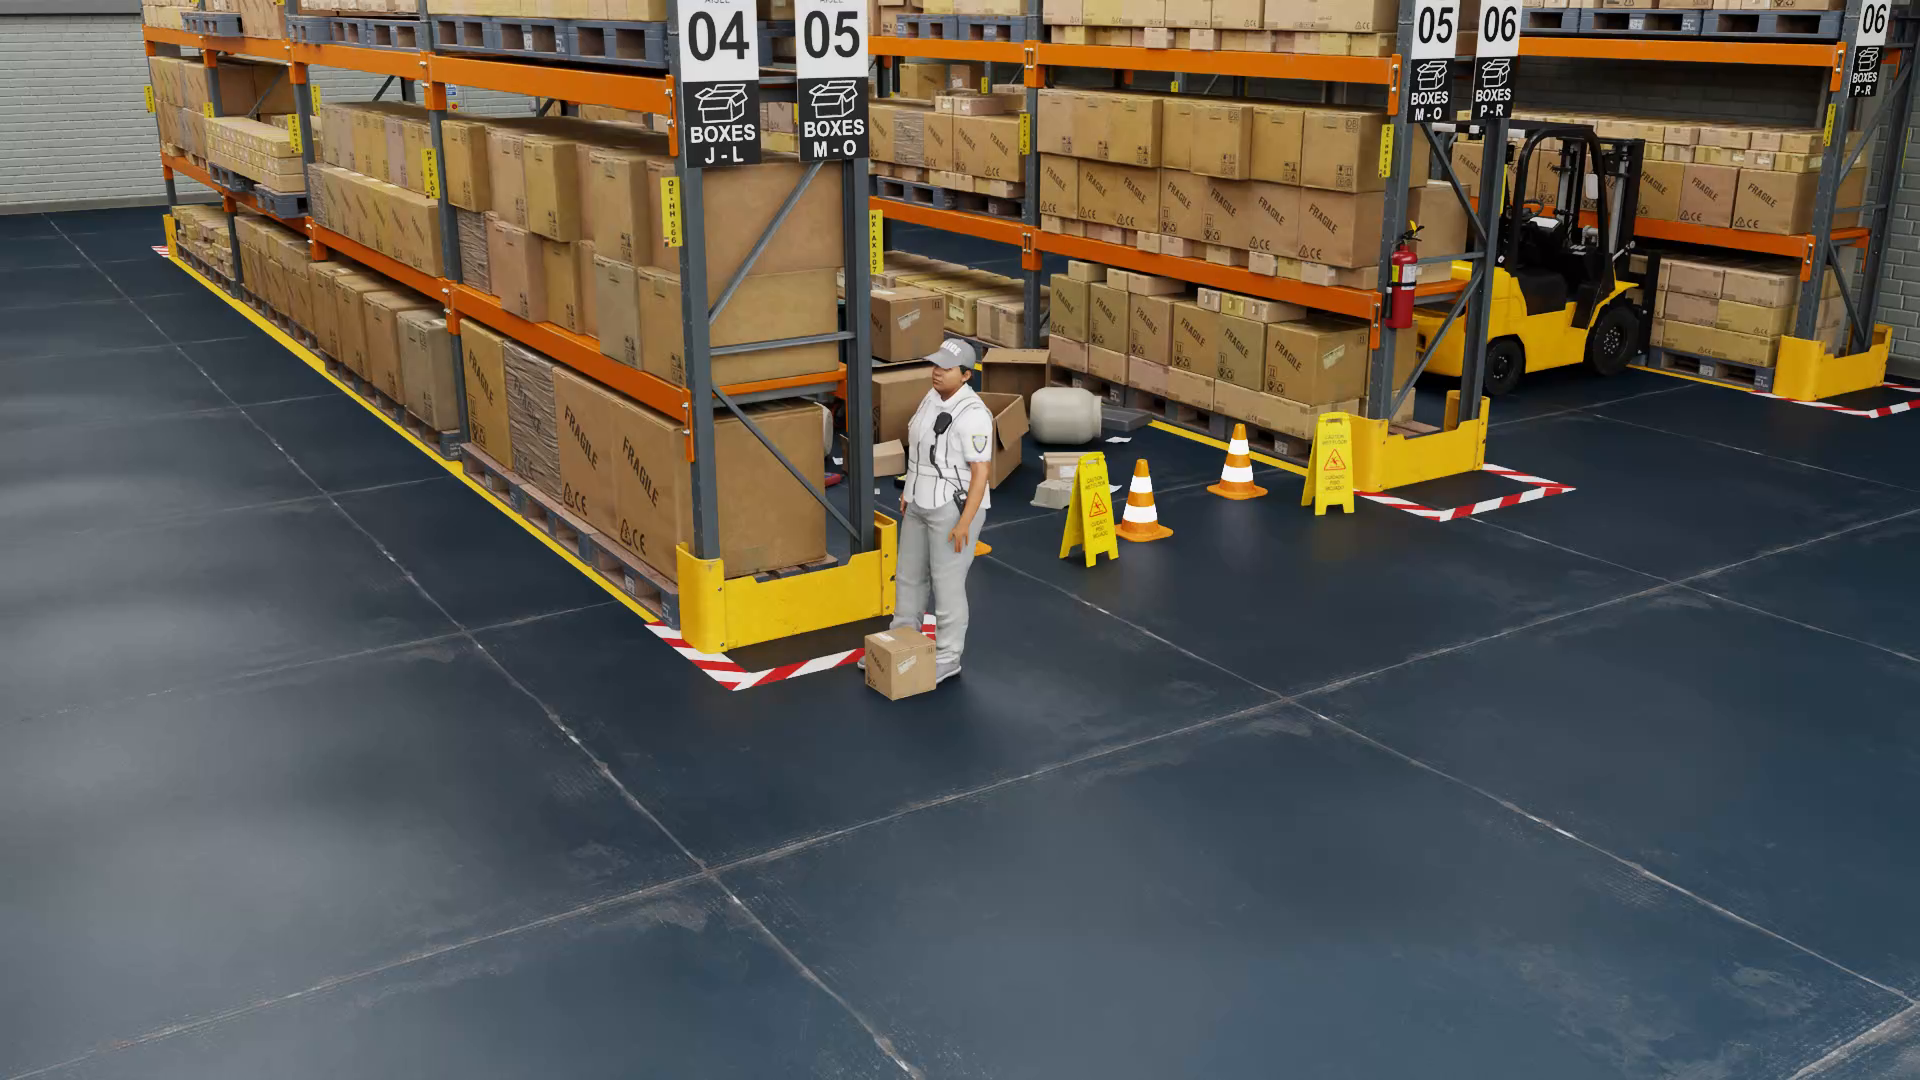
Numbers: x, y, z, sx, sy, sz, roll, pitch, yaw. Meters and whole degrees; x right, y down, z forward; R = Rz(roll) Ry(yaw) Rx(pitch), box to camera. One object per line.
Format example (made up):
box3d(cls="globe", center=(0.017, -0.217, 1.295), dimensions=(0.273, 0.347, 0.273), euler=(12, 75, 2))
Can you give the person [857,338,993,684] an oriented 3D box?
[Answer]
box3d(cls="person", center=(-0.152, -0.132, 7.920), dimensions=(0.529, 1.670, 0.598), euler=(-11, 21, -30))
